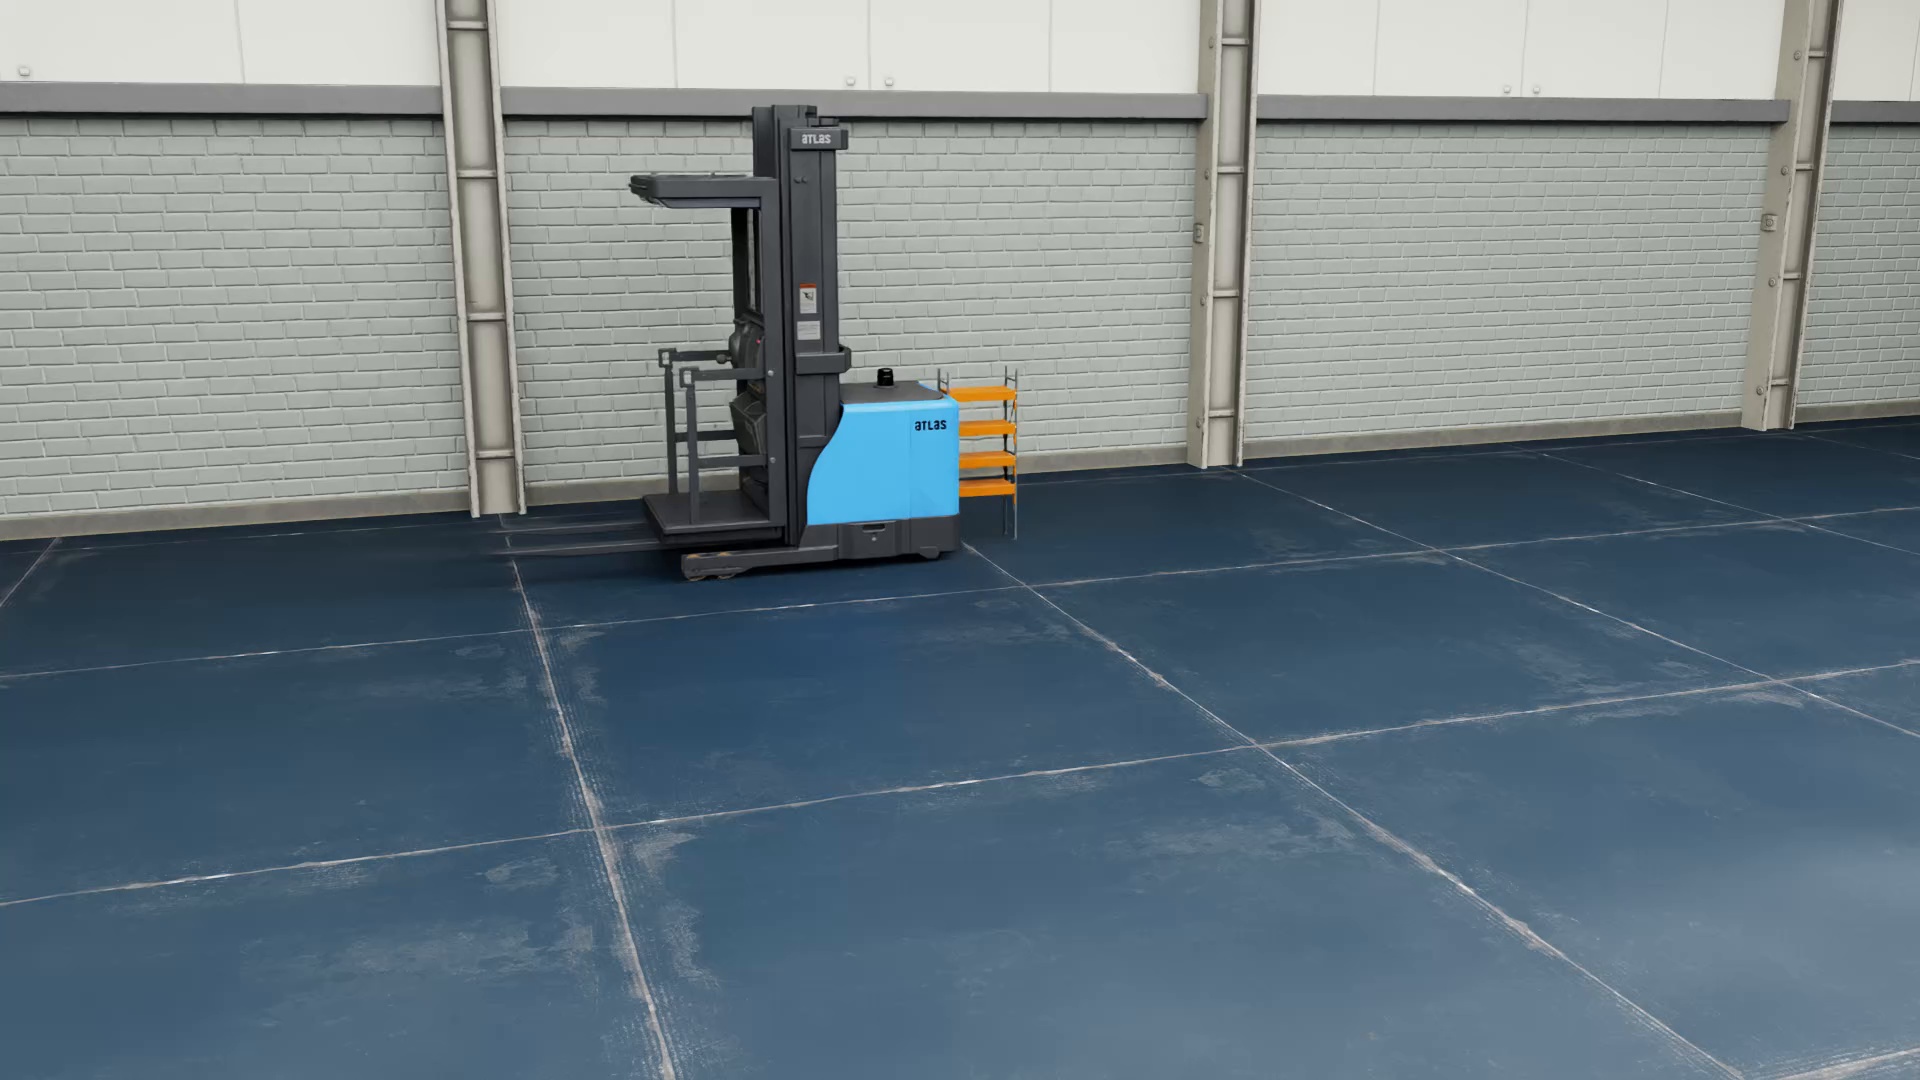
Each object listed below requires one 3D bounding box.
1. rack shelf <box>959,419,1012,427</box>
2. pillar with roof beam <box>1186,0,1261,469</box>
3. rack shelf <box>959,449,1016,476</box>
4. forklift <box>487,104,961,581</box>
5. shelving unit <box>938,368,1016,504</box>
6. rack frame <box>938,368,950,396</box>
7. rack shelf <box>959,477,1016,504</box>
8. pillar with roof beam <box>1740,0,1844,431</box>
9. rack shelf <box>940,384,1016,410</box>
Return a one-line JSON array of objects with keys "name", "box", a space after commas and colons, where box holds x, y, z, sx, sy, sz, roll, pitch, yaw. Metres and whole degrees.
[{"name": "rack shelf", "box": [0.121, -0.795, 11.486, 0.457, 0.021, 0.221, -4, 14, -17]}, {"name": "pillar with roof beam", "box": [3.574, -4.092, 9.400, 0.400, 9.000, 9.100, -4, 14, -18]}, {"name": "rack shelf", "box": [0.121, -0.526, 11.551, 0.480, 0.148, 0.258, -4, 14, -17]}, {"name": "forklift", "box": [-1.566, -1.302, 10.781, 3.031, 2.935, 1.130, -4, 14, -17]}, {"name": "shelving unit", "box": [0.115, -0.591, 11.533, 0.492, 1.200, 0.258, -4, 14, -17]}, {"name": "rack frame", "box": [-0.112, -0.574, 11.464, 0.015, 1.200, 0.240, -4, 14, -17]}, {"name": "rack shelf", "box": [0.121, -0.332, 11.596, 0.480, 0.148, 0.258, -4, 14, -17]}, {"name": "pillar with roof beam", "box": [9.261, -4.535, 11.262, 0.400, 9.000, 9.100, -4, 14, -18]}, {"name": "rack shelf", "box": [0.121, -0.973, 11.444, 0.480, 0.148, 0.258, -4, 14, -17]}]
